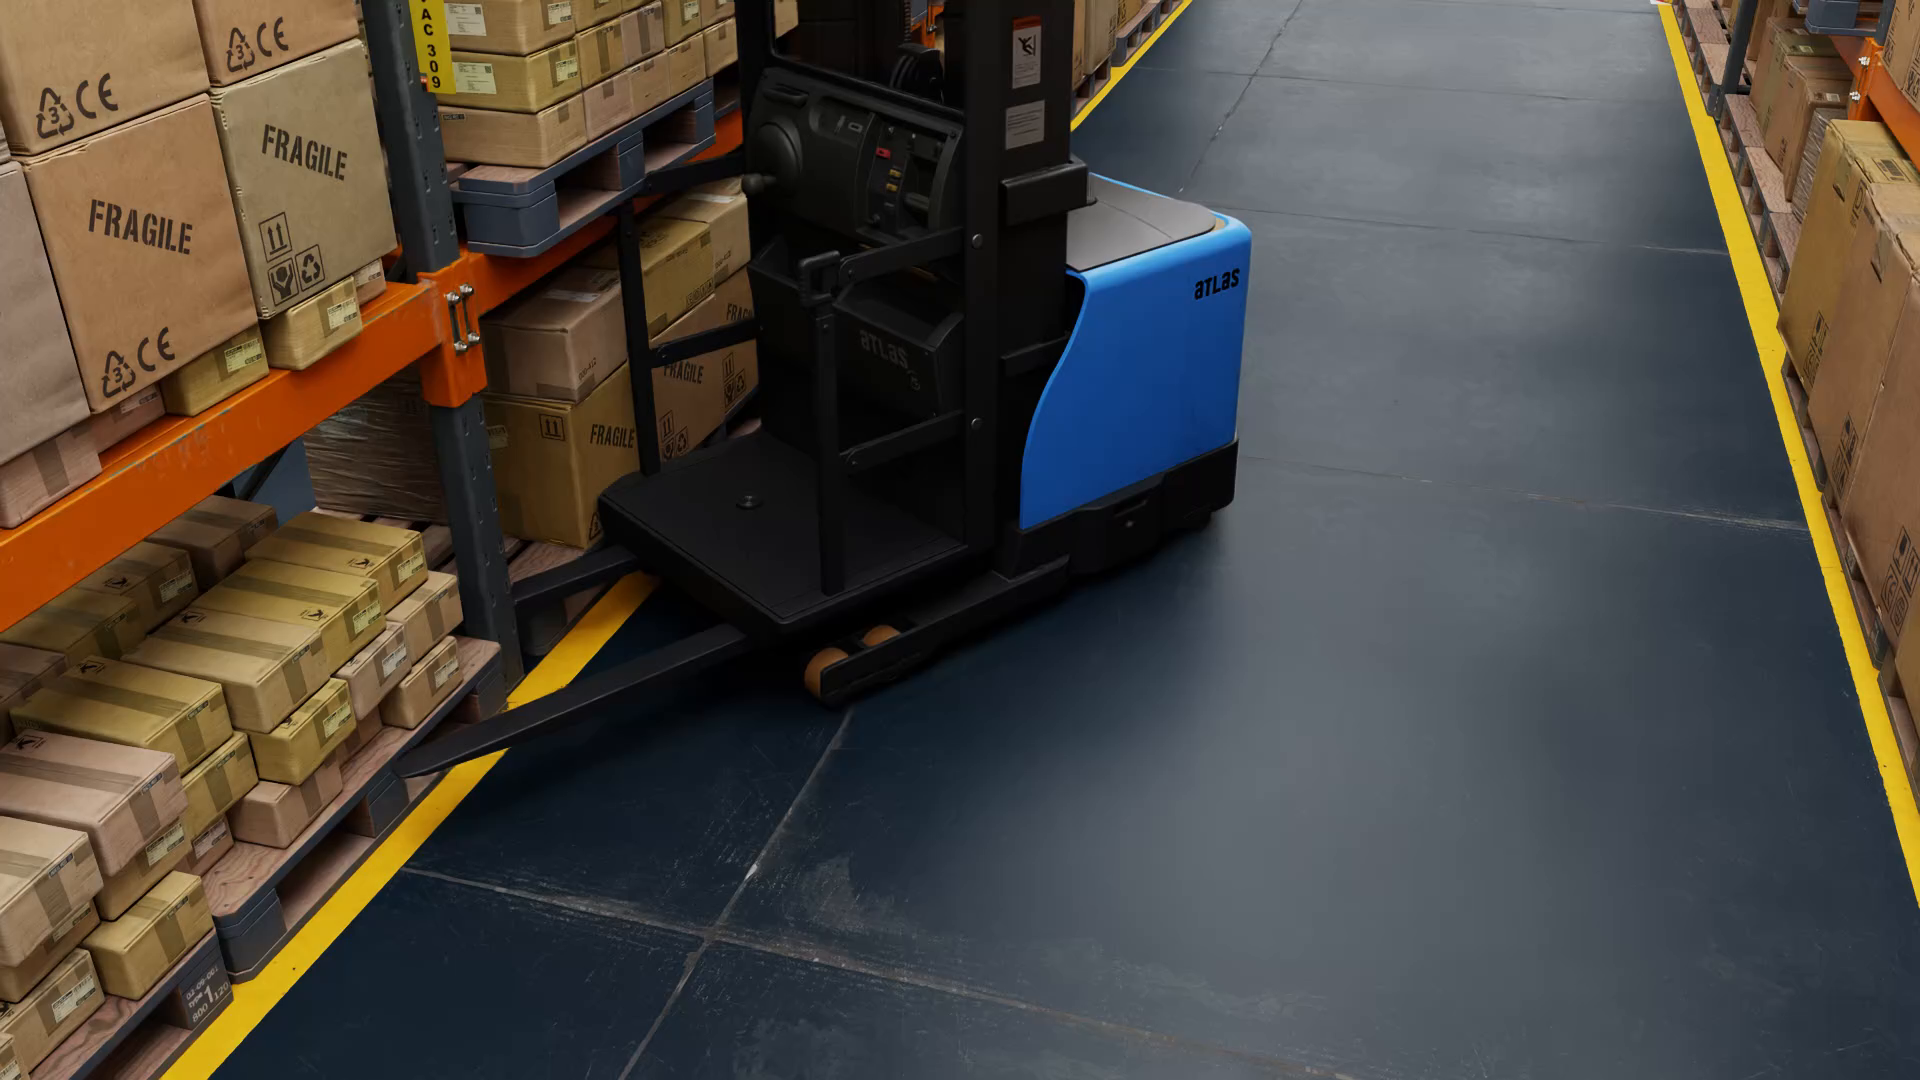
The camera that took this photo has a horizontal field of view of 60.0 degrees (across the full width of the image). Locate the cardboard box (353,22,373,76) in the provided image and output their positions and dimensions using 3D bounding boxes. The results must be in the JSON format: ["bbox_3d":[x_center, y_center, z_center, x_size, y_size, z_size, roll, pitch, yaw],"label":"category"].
[{"bbox_3d":[-1.874,-1.354,4.619,0.380,0.149,0.250,9,30,16],"label":"cardboard box"}]

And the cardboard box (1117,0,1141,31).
[{"bbox_3d":[0.798,-4.192,11.954,0.875,0.875,0.875,9,30,16],"label":"cardboard box"}]

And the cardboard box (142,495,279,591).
[{"bbox_3d":[-2.101,-0.004,4.561,0.380,0.149,0.250,10,31,17],"label":"cardboard box"}]

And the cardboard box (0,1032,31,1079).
[{"bbox_3d":[-2.075,1.066,3.250,0.380,0.149,0.250,9,30,15],"label":"cardboard box"}]

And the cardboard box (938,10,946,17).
[{"bbox_3d":[-0.110,-2.673,9.352,1.050,0.750,0.750,9,30,16],"label":"cardboard box"}]

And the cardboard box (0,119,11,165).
[{"bbox_3d":[-1.992,-0.814,2.690,0.500,0.500,0.500,9,30,16],"label":"cardboard box"}]

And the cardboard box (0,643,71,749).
[{"bbox_3d":[-2.321,0.364,3.898,0.380,0.149,0.250,8,30,14],"label":"cardboard box"}]

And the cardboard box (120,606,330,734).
[{"bbox_3d":[-1.761,0.309,3.998,0.380,0.149,0.250,8,30,14],"label":"cardboard box"}]

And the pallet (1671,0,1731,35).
[{"bbox_3d":[6.137,-4.133,12.962,1.003,0.211,1.213,8,30,15],"label":"pallet"}]

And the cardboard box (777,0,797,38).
[{"bbox_3d":[-0.792,-1.852,5.821,0.380,0.149,0.250,7,30,13],"label":"cardboard box"}]

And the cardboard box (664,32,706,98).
[{"bbox_3d":[-1.019,-1.490,5.169,0.380,0.149,0.250,9,30,15],"label":"cardboard box"}]

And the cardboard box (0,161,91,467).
[{"bbox_3d":[-1.975,-0.374,2.927,0.500,0.500,0.500,8,30,15],"label":"cardboard box"}]

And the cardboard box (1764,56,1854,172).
[{"bbox_3d":[4.735,-2.239,8.808,0.700,0.500,0.500,6,30,11],"label":"cardboard box"}]

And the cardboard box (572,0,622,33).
[{"bbox_3d":[-1.171,-1.519,4.609,0.380,0.149,0.250,9,30,16],"label":"cardboard box"}]

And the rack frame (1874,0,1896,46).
[{"bbox_3d":[4.084,-2.041,6.334,1.000,3.000,0.127,8,30,15],"label":"rack frame"}]

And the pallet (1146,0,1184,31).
[{"bbox_3d":[1.200,-4.347,13.348,1.003,0.211,1.213,8,30,15],"label":"pallet"}]

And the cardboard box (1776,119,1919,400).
[{"bbox_3d":[3.861,-0.979,6.177,1.225,0.875,0.875,7,30,13],"label":"cardboard box"}]

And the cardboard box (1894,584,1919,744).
[{"bbox_3d":[3.078,0.262,3.946,1.225,0.875,0.875,9,30,15],"label":"cardboard box"}]

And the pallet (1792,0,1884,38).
[{"bbox_3d":[4.191,-2.304,7.003,1.213,0.211,1.003,8,30,15],"label":"pallet"}]

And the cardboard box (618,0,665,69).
[{"bbox_3d":[-1.097,-1.499,4.879,0.380,0.149,0.250,9,30,16],"label":"cardboard box"}]

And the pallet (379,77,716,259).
[{"bbox_3d":[-1.439,-1.188,4.997,1.003,0.211,1.213,8,30,15],"label":"pallet"}]

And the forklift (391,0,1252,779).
[{"bbox_3d":[-0.482,-1.084,4.684,3.031,2.935,1.130,-23,36,-35],"label":"forklift"}]

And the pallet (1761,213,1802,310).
[{"bbox_3d":[4.315,-1.186,7.664,1.003,0.211,1.213,8,30,15],"label":"pallet"}]

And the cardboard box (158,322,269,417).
[{"bbox_3d":[-1.769,-0.410,3.660,0.380,0.149,0.250,10,31,17],"label":"cardboard box"}]

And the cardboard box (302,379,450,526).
[{"bbox_3d":[-1.826,-0.408,5.537,0.500,0.500,0.500,8,30,14],"label":"cardboard box"}]

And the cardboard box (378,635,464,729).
[{"bbox_3d":[-1.592,0.356,4.525,0.380,0.149,0.250,9,30,16],"label":"cardboard box"}]

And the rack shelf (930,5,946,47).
[{"bbox_3d":[-0.041,-3.411,9.536,1.077,0.370,4.000,8,30,15],"label":"rack shelf"}]

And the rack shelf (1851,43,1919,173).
[{"bbox_3d":[3.497,-0.797,4.838,1.077,0.370,4.000,8,30,15],"label":"rack shelf"}]

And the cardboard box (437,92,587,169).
[{"bbox_3d":[-1.247,-1.128,4.519,0.380,0.149,0.250,7,30,12],"label":"cardboard box"}]

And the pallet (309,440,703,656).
[{"bbox_3d":[-1.575,-0.081,5.678,1.003,0.211,1.213,8,30,15],"label":"pallet"}]

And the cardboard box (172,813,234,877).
[{"bbox_3d":[-1.957,0.702,3.903,0.380,0.149,0.250,8,30,14],"label":"cardboard box"}]

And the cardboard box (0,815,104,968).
[{"bbox_3d":[-1.970,0.684,3.323,0.380,0.149,0.250,7,30,13],"label":"cardboard box"}]

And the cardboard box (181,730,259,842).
[{"bbox_3d":[-1.887,0.544,3.881,0.380,0.149,0.250,9,30,15],"label":"cardboard box"}]

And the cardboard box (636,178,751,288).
[{"bbox_3d":[-1.025,-1.146,6.092,0.500,0.250,0.500,10,31,17],"label":"cardboard box"}]

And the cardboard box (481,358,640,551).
[{"bbox_3d":[-1.332,-0.334,5.404,0.500,0.500,0.500,10,31,17],"label":"cardboard box"}]

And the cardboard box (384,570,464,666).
[{"bbox_3d":[-1.591,0.187,4.523,0.380,0.149,0.250,9,30,16],"label":"cardboard box"}]

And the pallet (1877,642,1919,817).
[{"bbox_3d":[3.064,0.667,4.334,1.003,0.211,1.213,8,30,15],"label":"pallet"}]

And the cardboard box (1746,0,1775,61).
[{"bbox_3d":[5.574,-3.439,10.985,0.500,0.500,0.500,19,34,30],"label":"cardboard box"}]
